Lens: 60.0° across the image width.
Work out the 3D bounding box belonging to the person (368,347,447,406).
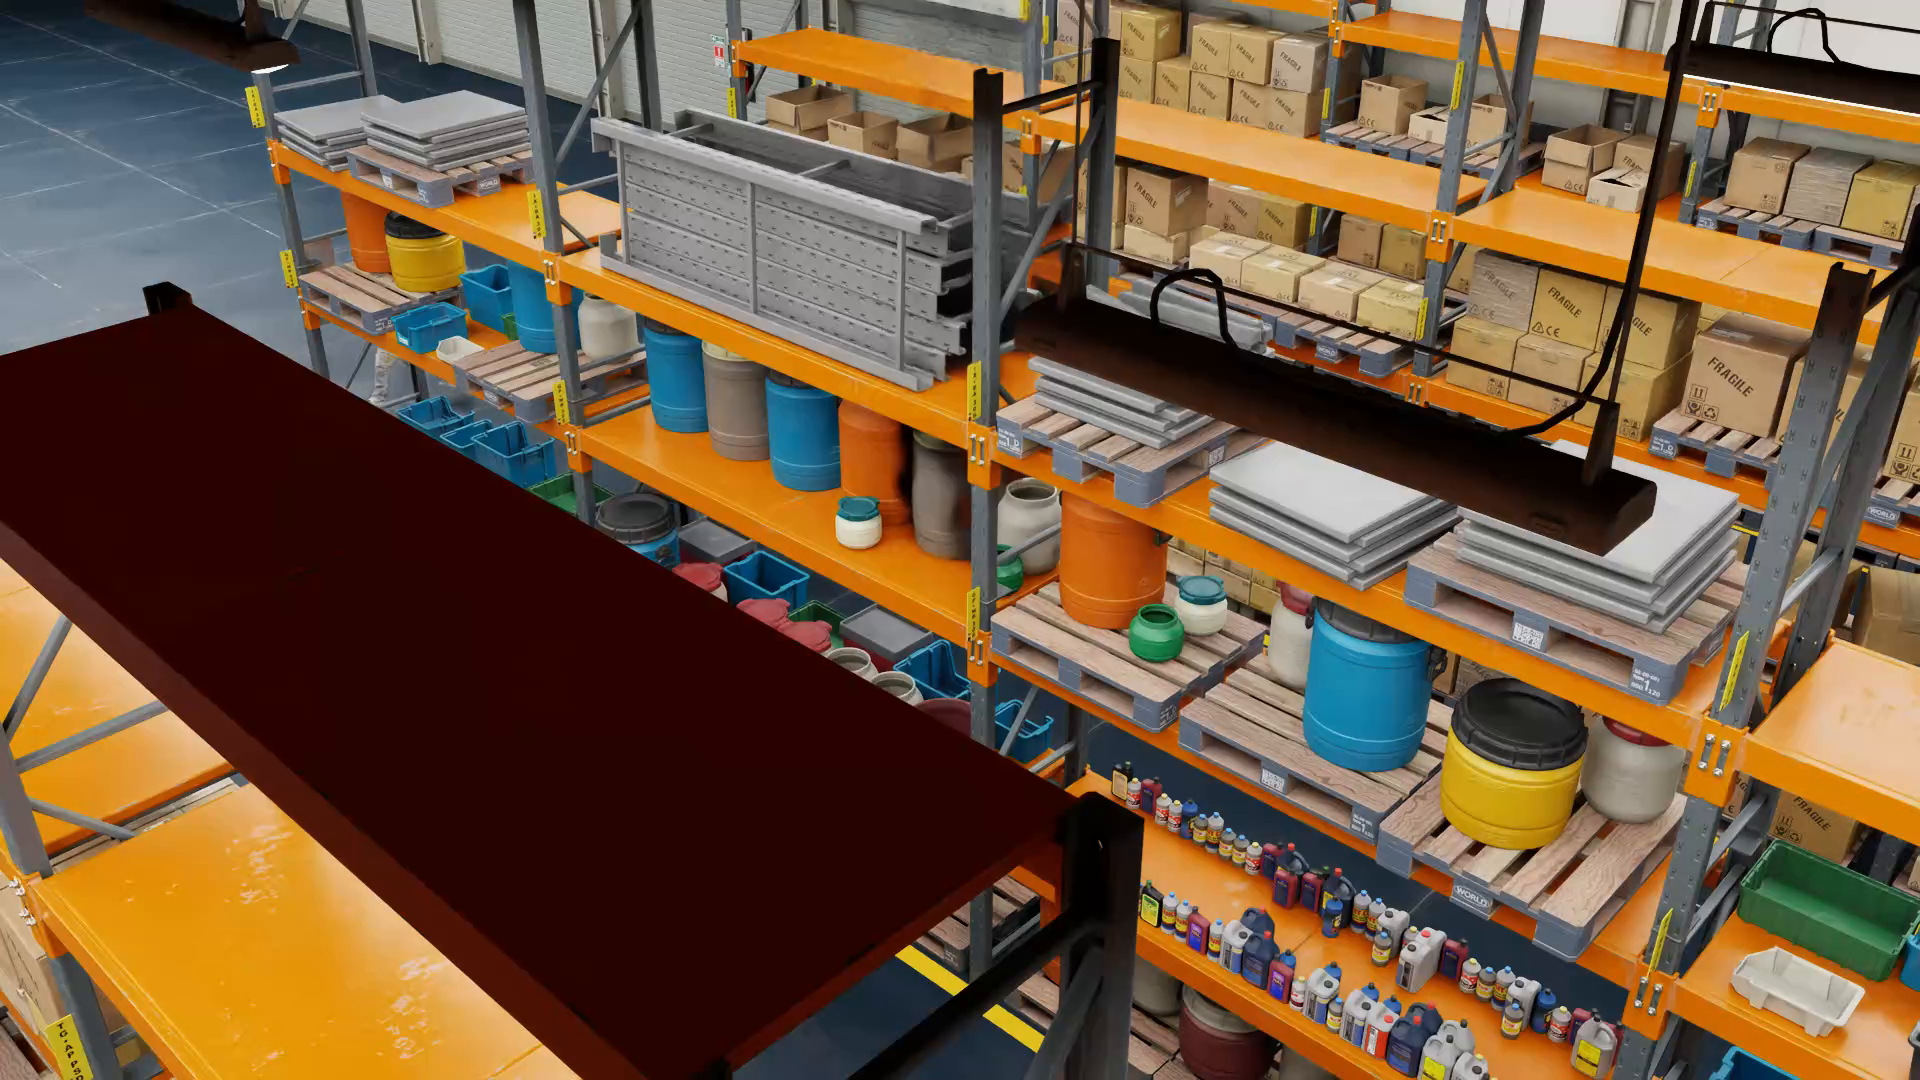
[{"bbox_3d":[-6.267,-2.307,18.552,1.159,1.780,0.648,-8,30,-14],"label":"person"}]

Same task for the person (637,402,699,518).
[{"bbox_3d":[-2.835,-0.738,15.844,0.698,1.717,0.741,15,33,25],"label":"person"}]
